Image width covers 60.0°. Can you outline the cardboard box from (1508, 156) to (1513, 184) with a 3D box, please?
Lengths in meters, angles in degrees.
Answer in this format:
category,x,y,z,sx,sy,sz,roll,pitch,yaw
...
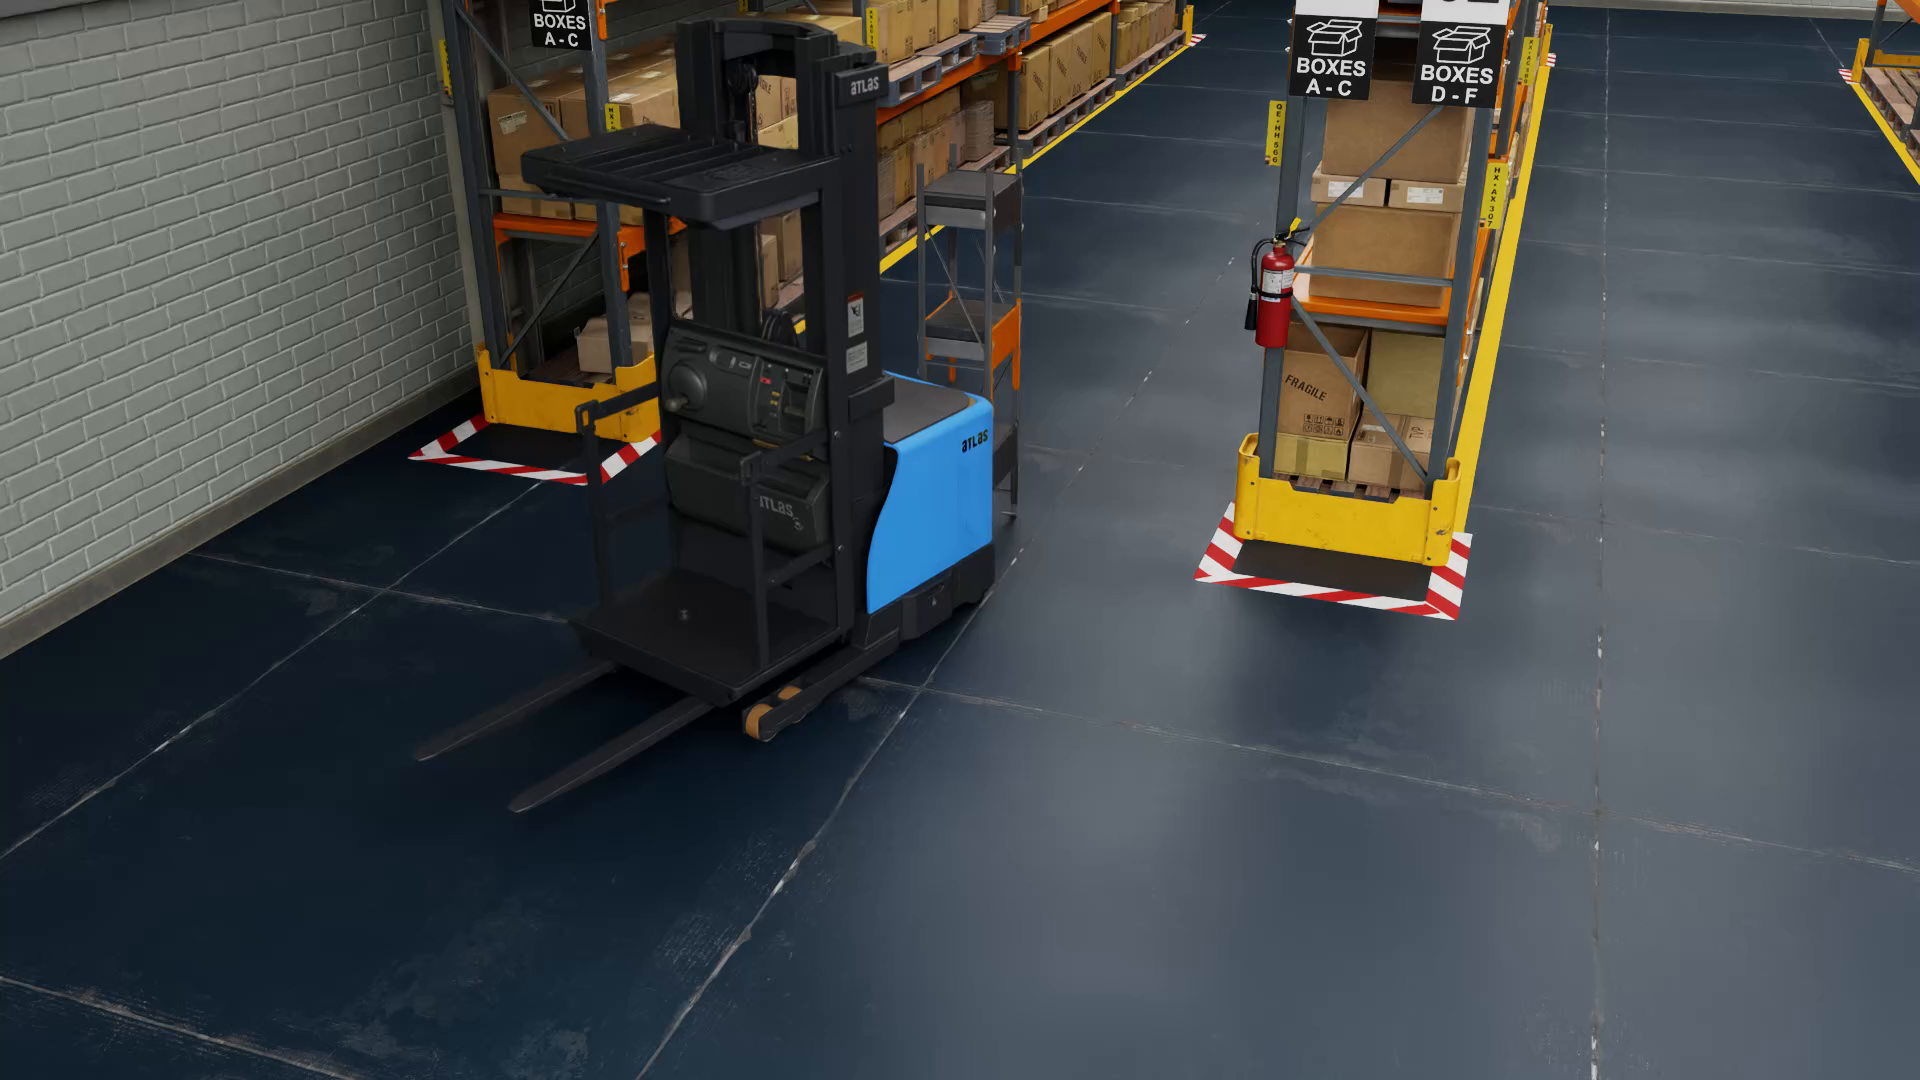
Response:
category,x,y,z,sx,sy,sz,roll,pitch,yaw
cardboard box,4.511,-3.183,14.413,0.500,0.311,0.500,9,27,17

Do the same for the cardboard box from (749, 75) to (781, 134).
category,x,y,z,sx,sy,sz,roll,pitch,yaw
cardboard box,-1.590,-3.140,11.581,0.500,0.500,0.500,10,27,19

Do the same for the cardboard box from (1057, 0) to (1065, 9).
category,x,y,z,sx,sy,sz,roll,pitch,yaw
cardboard box,0.946,-5.998,18.462,0.380,0.149,0.250,9,27,18

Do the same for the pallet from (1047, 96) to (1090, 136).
category,x,y,z,sx,sy,sz,roll,pitch,yaw
pallet,0.859,-4.927,19.183,1.003,0.211,1.213,9,27,17

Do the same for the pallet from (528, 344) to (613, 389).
category,x,y,z,sx,sy,sz,roll,pitch,yaw
pallet,-2.215,-1.186,11.458,1.003,0.211,1.213,9,27,17

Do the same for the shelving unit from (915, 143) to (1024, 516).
category,x,y,z,sx,sy,sz,roll,pitch,yaw
shelving unit,0.055,-1.013,8.933,0.431,2.100,0.503,9,27,17

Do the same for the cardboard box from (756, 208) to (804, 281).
category,x,y,z,sx,sy,sz,roll,pitch,yaw
cardboard box,-1.521,-2.366,13.058,0.500,0.500,0.500,7,27,14

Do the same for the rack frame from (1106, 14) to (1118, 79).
category,x,y,z,sx,sy,sz,roll,pitch,yaw
rack frame,1.449,-7.013,20.292,1.000,3.000,0.127,9,27,17

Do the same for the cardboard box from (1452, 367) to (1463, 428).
category,x,y,z,sx,sy,sz,roll,pitch,yaw
cardboard box,2.846,-0.915,10.372,0.500,0.250,0.500,9,27,17

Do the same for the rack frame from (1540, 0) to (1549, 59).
category,x,y,z,sx,sy,sz,roll,pitch,yaw
rack frame,7.453,-7.940,22.206,1.000,3.000,0.127,9,27,17

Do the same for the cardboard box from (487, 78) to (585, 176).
category,x,y,z,sx,sy,sz,roll,pitch,yaw
cardboard box,-2.588,-2.585,10.435,0.500,0.500,0.500,8,27,17

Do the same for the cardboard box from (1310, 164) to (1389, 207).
category,x,y,z,sx,sy,sz,roll,pitch,yaw
cardboard box,2.076,-1.886,8.844,0.380,0.149,0.250,8,27,17

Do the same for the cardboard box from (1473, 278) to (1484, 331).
category,x,y,z,sx,sy,sz,roll,pitch,yaw
cardboard box,3.511,-1.737,12.070,0.500,0.250,0.500,9,27,17

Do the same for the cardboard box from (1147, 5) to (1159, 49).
category,x,y,z,sx,sy,sz,roll,pitch,yaw
cardboard box,2.308,-7.006,22.664,0.700,0.500,0.500,8,27,16

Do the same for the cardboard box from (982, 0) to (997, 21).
category,x,y,z,sx,sy,sz,roll,pitch,yaw
cardboard box,-0.029,-5.417,16.377,0.700,0.500,0.500,6,26,11

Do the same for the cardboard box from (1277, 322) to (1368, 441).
category,x,y,z,sx,sy,sz,roll,pitch,yaw
cardboard box,2.026,-0.917,9.515,0.500,0.500,0.500,9,27,17

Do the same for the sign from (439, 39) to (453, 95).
category,x,y,z,sx,sy,sz,roll,pitch,yaw
sign,-3.061,-2.833,9.969,0.100,0.325,0.005,9,27,17

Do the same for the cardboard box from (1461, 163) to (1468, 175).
category,x,y,z,sx,sy,sz,roll,pitch,yaw
cardboard box,2.547,-1.940,8.956,0.380,0.149,0.250,8,27,16

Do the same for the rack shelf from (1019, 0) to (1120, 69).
category,x,y,z,sx,sy,sz,roll,pitch,yaw
rack shelf,0.783,-5.867,18.751,1.077,0.370,4.000,9,27,17

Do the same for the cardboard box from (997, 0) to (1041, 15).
category,x,y,z,sx,sy,sz,roll,pitch,yaw
cardboard box,0.521,-5.719,17.141,0.500,0.500,0.500,10,27,19

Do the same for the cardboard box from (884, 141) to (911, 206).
category,x,y,z,sx,sy,sz,roll,pitch,yaw
cardboard box,-0.859,-3.323,15.034,0.700,0.500,0.500,8,27,16

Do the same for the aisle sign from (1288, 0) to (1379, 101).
category,x,y,z,sx,sy,sz,roll,pitch,yaw
aisle sign,1.829,-2.550,8.092,0.394,0.787,0.004,9,27,17

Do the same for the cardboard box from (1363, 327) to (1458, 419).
category,x,y,z,sx,sy,sz,roll,pitch,yaw
cardboard box,2.681,-1.047,9.784,0.500,0.500,0.500,9,27,17

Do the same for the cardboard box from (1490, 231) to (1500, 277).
category,x,y,z,sx,sy,sz,roll,pitch,yaw
cardboard box,3.999,-2.299,13.230,0.500,0.250,0.500,9,27,19

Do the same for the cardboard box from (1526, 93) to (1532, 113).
category,x,y,z,sx,sy,sz,roll,pitch,yaw
cardboard box,5.552,-4.292,17.036,0.500,0.500,0.500,8,27,17

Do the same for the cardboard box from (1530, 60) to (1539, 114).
category,x,y,z,sx,sy,sz,roll,pitch,yaw
cardboard box,6.228,-5.124,18.755,0.500,0.500,0.500,9,27,17

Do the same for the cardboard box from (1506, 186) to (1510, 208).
category,x,y,z,sx,sy,sz,roll,pitch,yaw
cardboard box,4.677,-3.140,14.966,0.500,0.250,0.500,8,27,17

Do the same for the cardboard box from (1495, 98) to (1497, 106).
category,x,y,z,sx,sy,sz,roll,pitch,yaw
cardboard box,3.315,-2.885,10.907,0.380,0.149,0.250,9,27,17

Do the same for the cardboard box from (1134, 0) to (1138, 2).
category,x,y,z,sx,sy,sz,roll,pitch,yaw
cardboard box,2.243,-7.479,22.898,0.380,0.149,0.250,9,27,18

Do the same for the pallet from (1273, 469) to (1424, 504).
category,x,y,z,sx,sy,sz,roll,pitch,yaw
pallet,2.343,-0.430,9.895,1.003,0.211,1.213,9,27,17

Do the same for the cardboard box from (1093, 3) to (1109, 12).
category,x,y,z,sx,sy,sz,roll,pitch,yaw
cardboard box,1.819,-6.955,21.816,0.380,0.149,0.250,8,27,16

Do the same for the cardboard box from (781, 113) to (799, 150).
category,x,y,z,sx,sy,sz,roll,pitch,yaw
cardboard box,-1.411,-3.015,12.185,0.500,0.250,0.500,9,27,17

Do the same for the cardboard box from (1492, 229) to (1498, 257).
category,x,y,z,sx,sy,sz,roll,pitch,yaw
cardboard box,3.832,-2.346,12.683,0.500,0.311,0.500,9,27,18

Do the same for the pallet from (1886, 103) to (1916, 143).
category,x,y,z,sx,sy,sz,roll,pitch,yaw
pallet,10.999,-4.629,18.568,1.003,0.211,1.213,9,27,17

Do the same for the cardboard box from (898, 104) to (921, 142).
category,x,y,z,sx,sy,sz,roll,pitch,yaw
cardboard box,-0.671,-3.836,15.234,0.500,0.250,0.500,8,27,16

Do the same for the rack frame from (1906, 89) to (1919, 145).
category,x,y,z,sx,sy,sz,roll,pitch,yaw
rack frame,10.791,-5.576,17.324,1.000,3.000,0.127,9,27,17

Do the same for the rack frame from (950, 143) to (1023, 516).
category,x,y,z,sx,sy,sz,roll,pitch,yaw
rack frame,0.136,-1.113,9.140,0.400,2.100,0.015,9,27,17

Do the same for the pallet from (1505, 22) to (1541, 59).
category,x,y,z,sx,sy,sz,roll,pitch,yaw
pallet,4.950,-4.854,16.054,1.213,0.211,1.003,9,27,17

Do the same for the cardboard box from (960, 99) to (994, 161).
category,x,y,z,sx,sy,sz,roll,pitch,yaw
cardboard box,-0.073,-4.138,16.719,0.700,0.500,0.500,9,27,18

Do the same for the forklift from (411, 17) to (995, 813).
category,x,y,z,sx,sy,sz,roll,pitch,yaw
forklift,-1.104,-0.664,7.258,1.130,2.935,3.031,18,31,33

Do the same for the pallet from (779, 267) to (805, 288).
category,x,y,z,sx,sy,sz,roll,pitch,yaw
pallet,-1.403,-2.189,13.529,1.003,0.211,1.213,9,27,17

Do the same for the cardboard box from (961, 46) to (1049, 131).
category,x,y,z,sx,sy,sz,roll,pitch,yaw
cardboard box,0.486,-4.873,17.858,0.750,0.750,0.750,8,27,17

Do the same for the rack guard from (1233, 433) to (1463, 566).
category,x,y,z,sx,sy,sz,roll,pitch,yaw
rack guard,2.120,-0.230,9.150,1.175,0.500,0.348,9,27,17

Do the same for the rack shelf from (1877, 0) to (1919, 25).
category,x,y,z,sx,sy,sz,roll,pitch,yaw
rack shelf,11.457,-6.074,19.179,1.077,0.370,4.000,9,27,17

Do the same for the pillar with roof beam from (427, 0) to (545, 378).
category,x,y,z,sx,sy,sz,roll,pitch,yaw
pillar with roof beam,0.933,-4.570,8.363,9.100,9.000,0.400,9,27,17

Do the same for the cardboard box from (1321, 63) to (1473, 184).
category,x,y,z,sx,sy,sz,roll,pitch,yaw
cardboard box,2.313,-2.205,8.759,0.700,0.500,0.500,9,27,18

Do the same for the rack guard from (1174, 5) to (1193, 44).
category,x,y,z,sx,sy,sz,roll,pitch,yaw
rack guard,2.788,-7.541,24.252,1.175,0.500,0.348,9,27,17

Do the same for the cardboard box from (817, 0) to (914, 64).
category,x,y,z,sx,sy,sz,roll,pitch,yaw
cardboard box,-0.819,-4.401,14.278,0.700,0.500,0.500,12,28,23

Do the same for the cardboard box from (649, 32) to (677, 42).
category,x,y,z,sx,sy,sz,roll,pitch,yaw
cardboard box,-1.913,-3.425,12.171,0.500,0.500,0.500,10,27,19

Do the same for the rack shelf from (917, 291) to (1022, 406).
category,x,y,z,sx,sy,sz,roll,pitch,yaw
rack shelf,0.055,-1.001,8.939,0.431,0.518,0.480,9,27,17

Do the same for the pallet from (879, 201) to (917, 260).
category,x,y,z,sx,sy,sz,roll,pitch,yaw
pallet,-0.956,-2.790,14.770,1.003,0.211,1.213,9,27,17

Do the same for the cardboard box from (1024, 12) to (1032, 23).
category,x,y,z,sx,sy,sz,roll,pitch,yaw
cardboard box,0.538,-5.469,17.368,0.380,0.149,0.250,9,27,18
